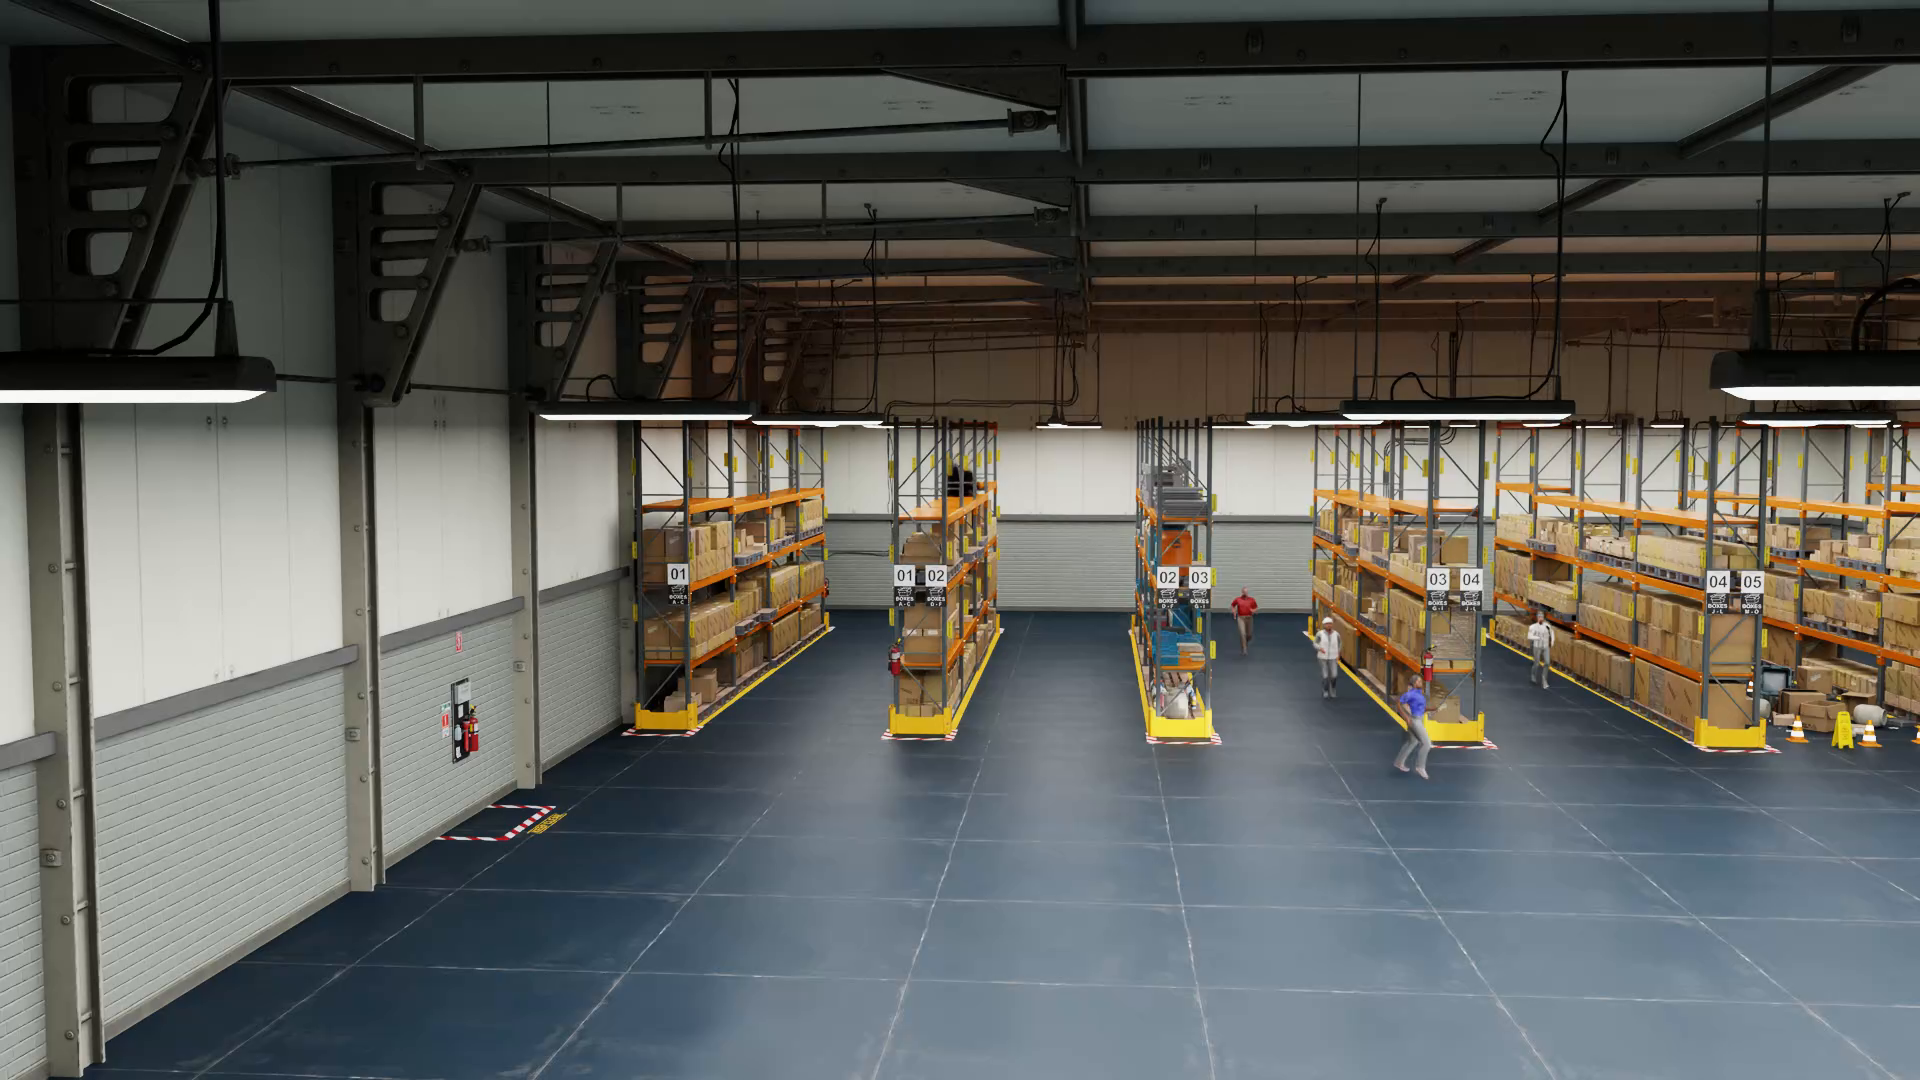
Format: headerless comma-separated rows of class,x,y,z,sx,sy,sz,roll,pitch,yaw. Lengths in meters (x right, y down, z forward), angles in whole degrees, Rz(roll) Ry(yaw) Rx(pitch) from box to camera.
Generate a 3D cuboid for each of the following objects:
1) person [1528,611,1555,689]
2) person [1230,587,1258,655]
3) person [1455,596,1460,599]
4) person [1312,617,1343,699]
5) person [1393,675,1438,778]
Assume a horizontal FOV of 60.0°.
person,13.079,2.452,37.403,0.620,1.728,0.818,0,4,7
person,7.320,2.070,42.697,0.672,1.701,0.894,0,4,-4
person,13.594,1.916,45.967,0.658,1.655,0.686,2,4,32
person,7.865,2.525,35.534,0.657,1.746,0.638,0,4,7
person,7.565,3.097,27.629,0.748,1.717,0.541,2,4,28
